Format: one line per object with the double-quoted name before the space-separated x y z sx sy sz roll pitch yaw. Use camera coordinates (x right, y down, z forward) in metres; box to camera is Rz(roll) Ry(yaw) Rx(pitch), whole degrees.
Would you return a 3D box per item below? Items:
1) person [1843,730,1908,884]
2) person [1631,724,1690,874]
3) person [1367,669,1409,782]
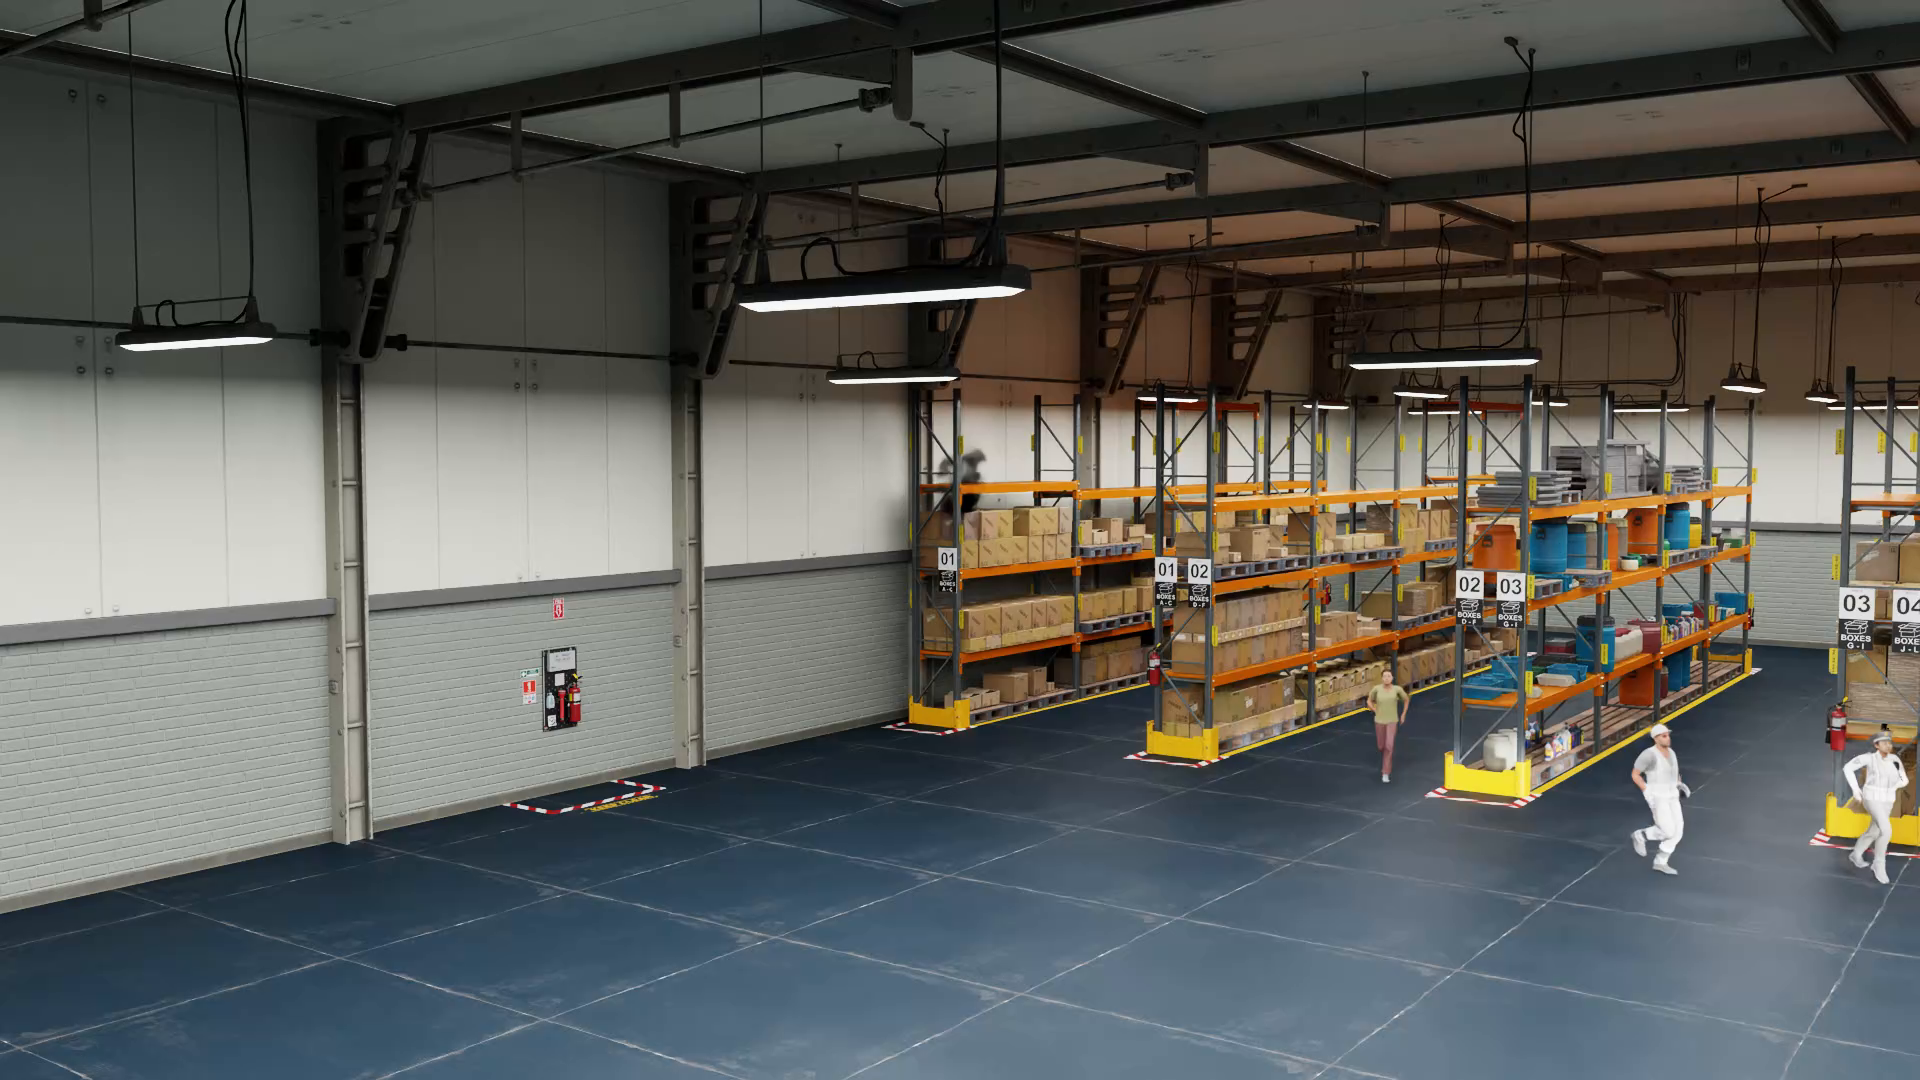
"person" 10.657 3.053 19.311 0.594 1.731 0.696 -1 3 -14
"person" 8.231 3.026 19.561 0.673 1.732 0.591 -2 4 -26
"person" 6.435 2.877 25.069 0.617 1.434 0.834 1 4 23
